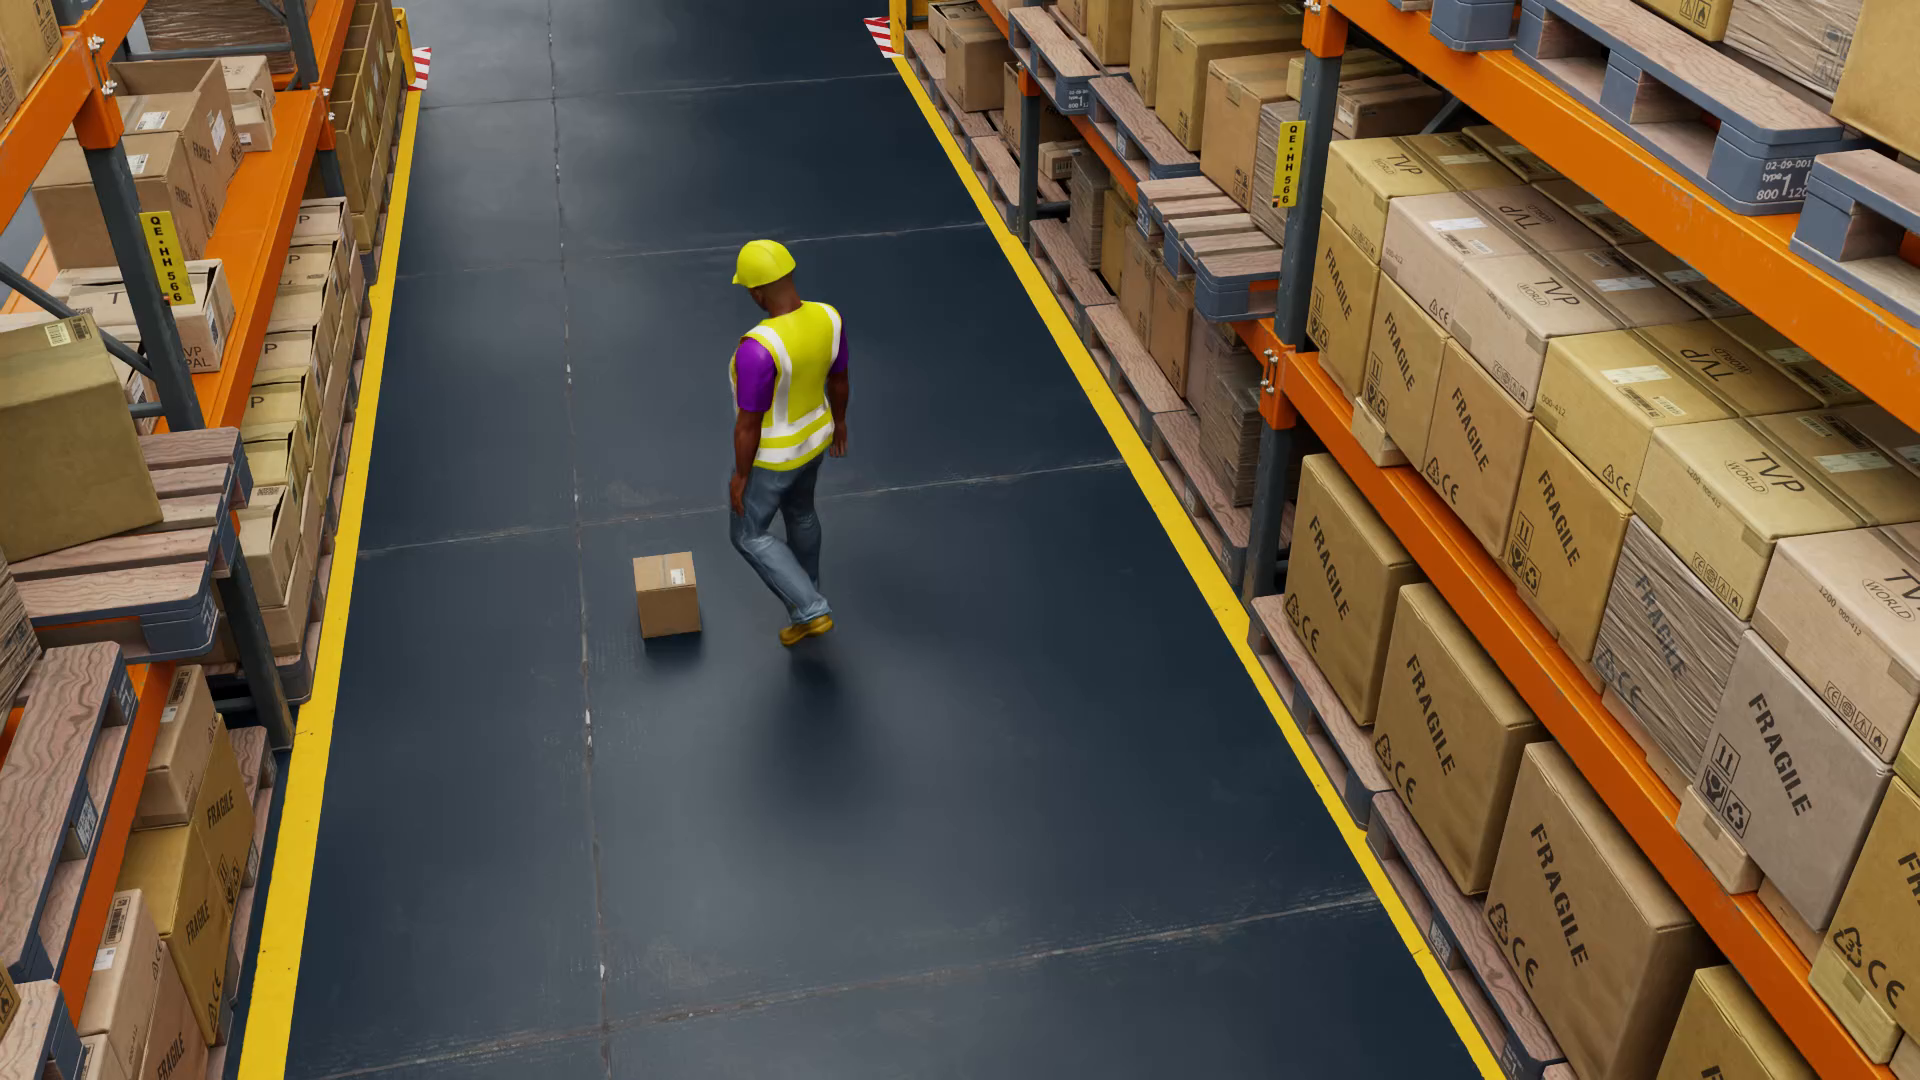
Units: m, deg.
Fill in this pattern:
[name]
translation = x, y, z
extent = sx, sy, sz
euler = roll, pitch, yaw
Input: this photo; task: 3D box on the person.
[person]
translation = -0.704, -0.379, 6.664
extent = 0.640, 1.756, 0.655
euler = 20, 39, 27
